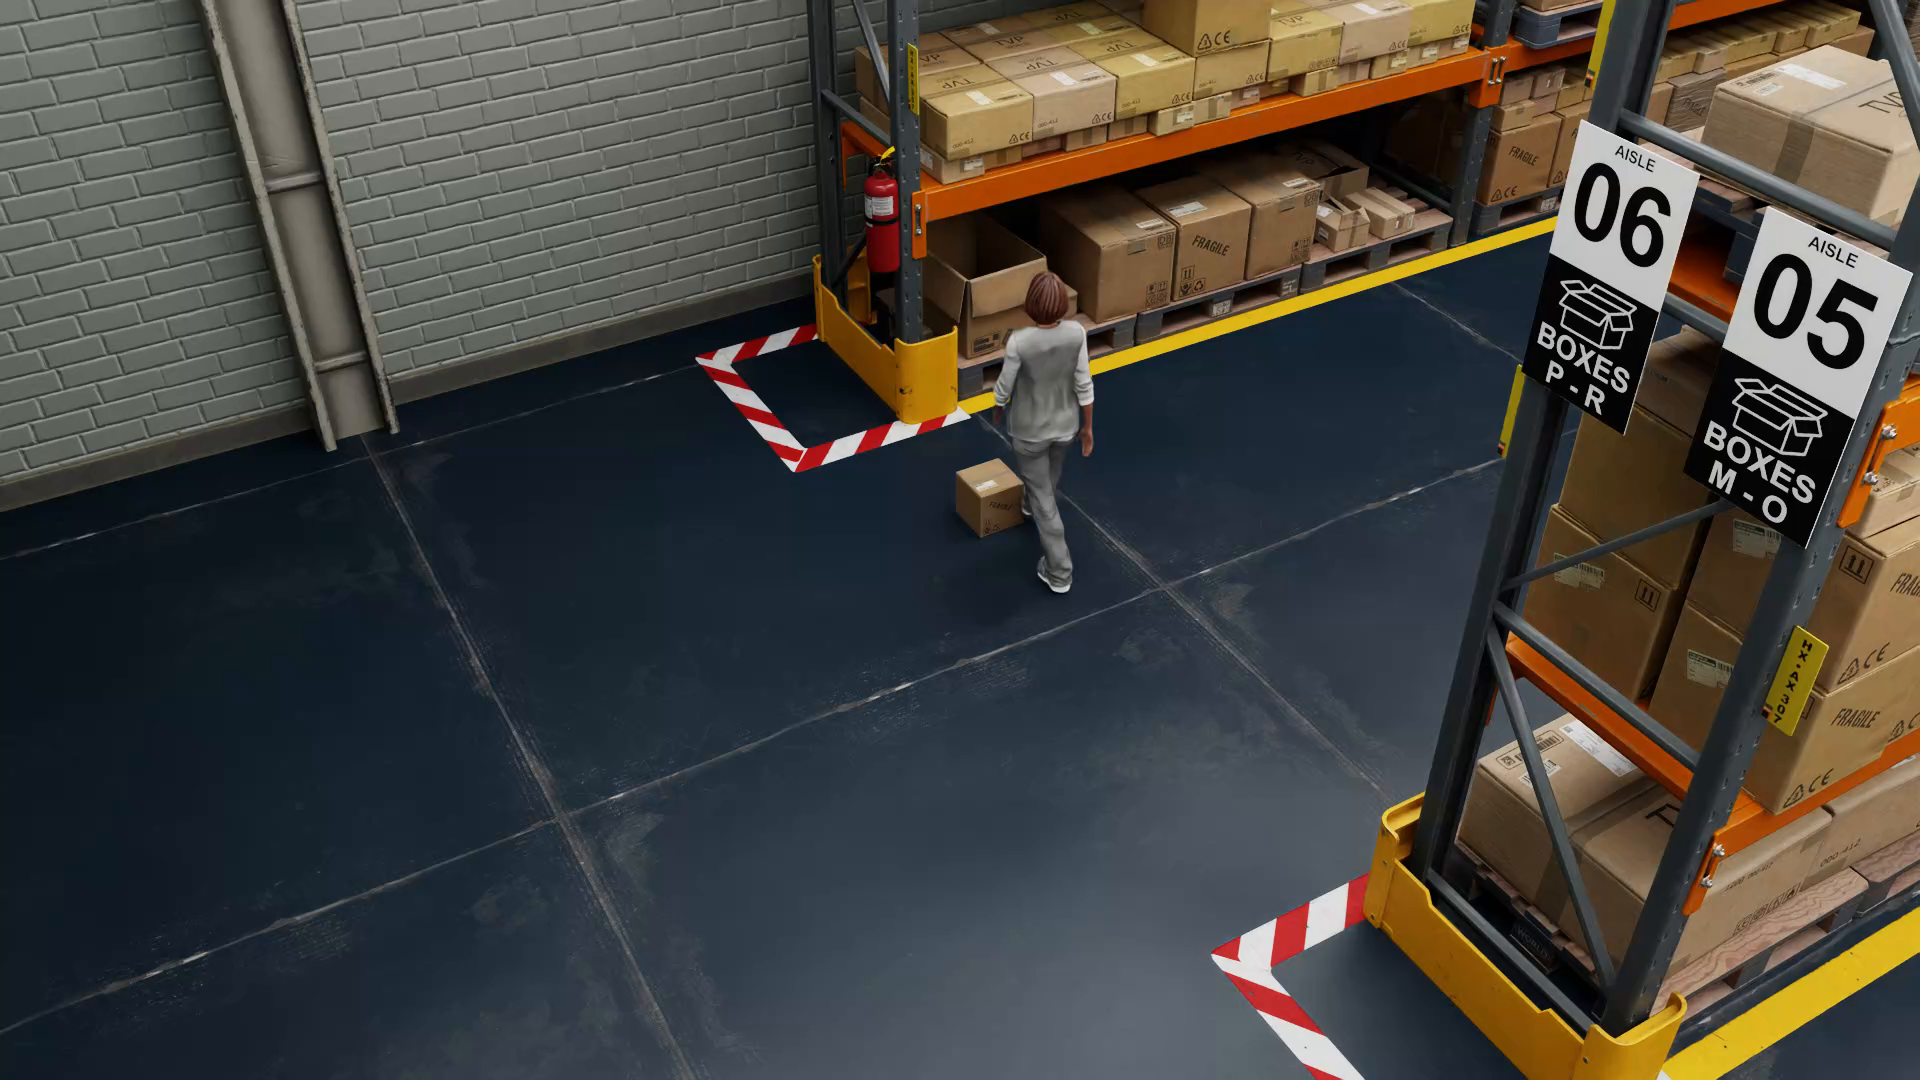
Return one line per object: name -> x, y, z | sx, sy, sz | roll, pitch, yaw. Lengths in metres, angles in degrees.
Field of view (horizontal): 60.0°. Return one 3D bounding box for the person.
person -> 0.325, -0.580, 7.670 | 0.417, 1.571, 0.860 | -15, 40, -19
